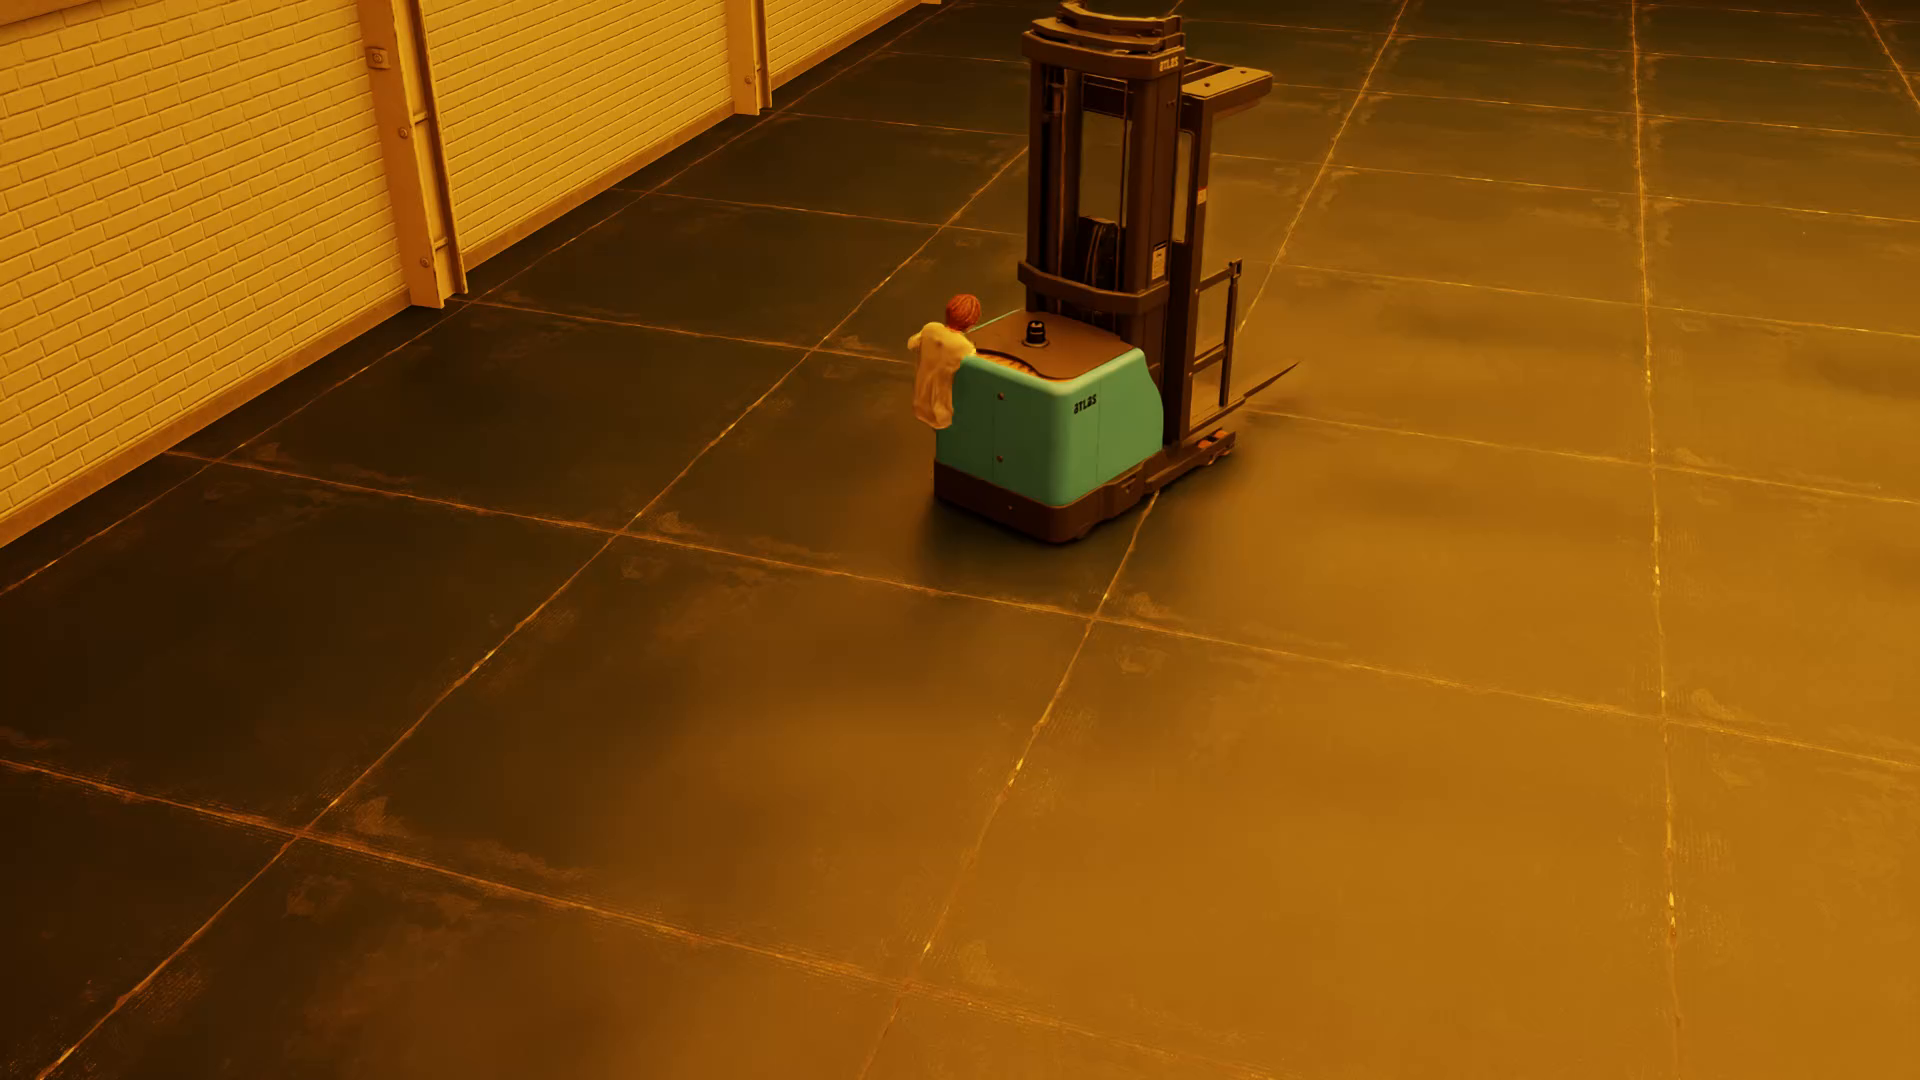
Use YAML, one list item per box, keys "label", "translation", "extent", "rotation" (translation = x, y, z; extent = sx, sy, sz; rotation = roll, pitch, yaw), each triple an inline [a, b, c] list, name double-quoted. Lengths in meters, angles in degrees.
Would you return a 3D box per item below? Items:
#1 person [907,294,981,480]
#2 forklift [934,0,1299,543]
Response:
- label: "person"
  translation: [0.052, -0.928, 10.278]
  extent: [0.805, 1.334, 0.706]
  rotation: [22, 36, 33]
- label: "forklift"
  translation: [1.183, -1.908, 10.484]
  extent: [1.130, 2.935, 3.031]
  rotation: [23, 37, 35]
